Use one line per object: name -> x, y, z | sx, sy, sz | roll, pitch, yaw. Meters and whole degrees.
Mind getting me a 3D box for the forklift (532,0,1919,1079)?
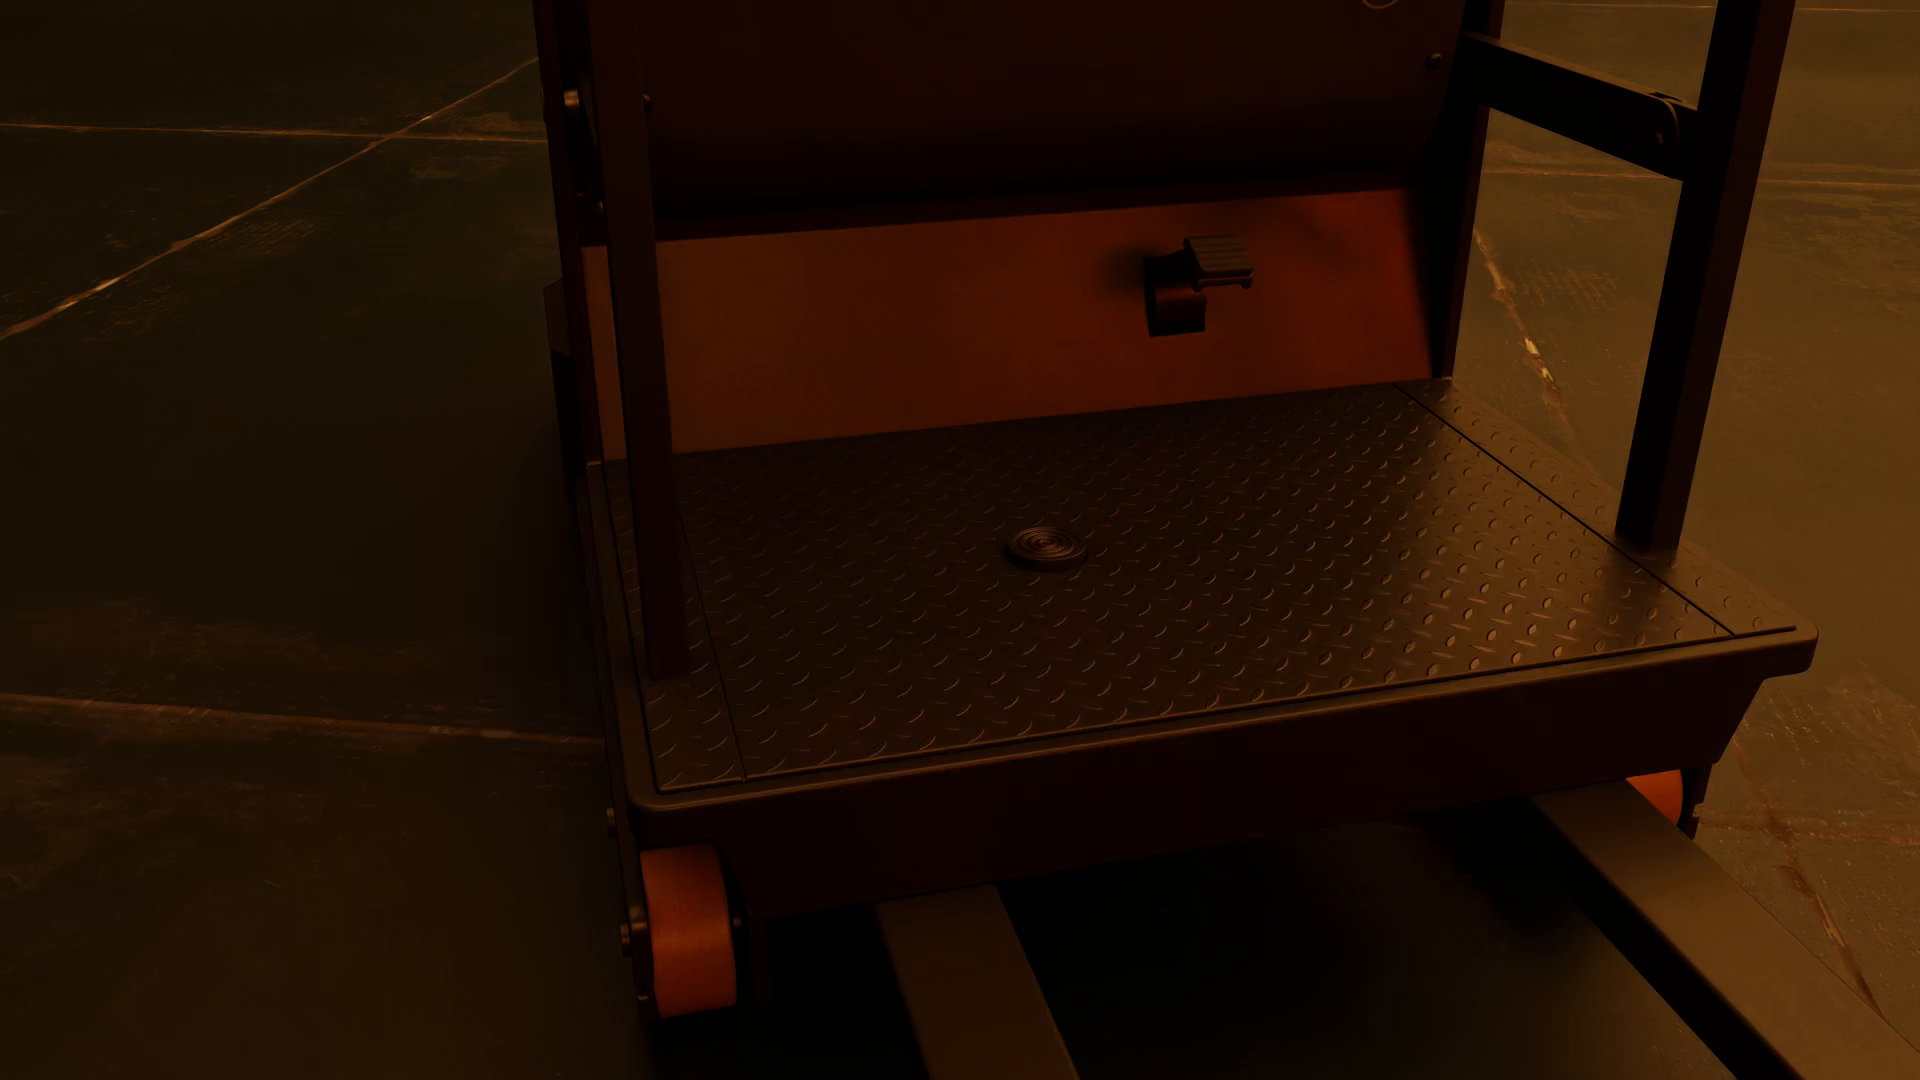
forklift -> 0.153, -1.049, 1.319 | 1.130, 2.935, 3.031 | -7, 27, -13
